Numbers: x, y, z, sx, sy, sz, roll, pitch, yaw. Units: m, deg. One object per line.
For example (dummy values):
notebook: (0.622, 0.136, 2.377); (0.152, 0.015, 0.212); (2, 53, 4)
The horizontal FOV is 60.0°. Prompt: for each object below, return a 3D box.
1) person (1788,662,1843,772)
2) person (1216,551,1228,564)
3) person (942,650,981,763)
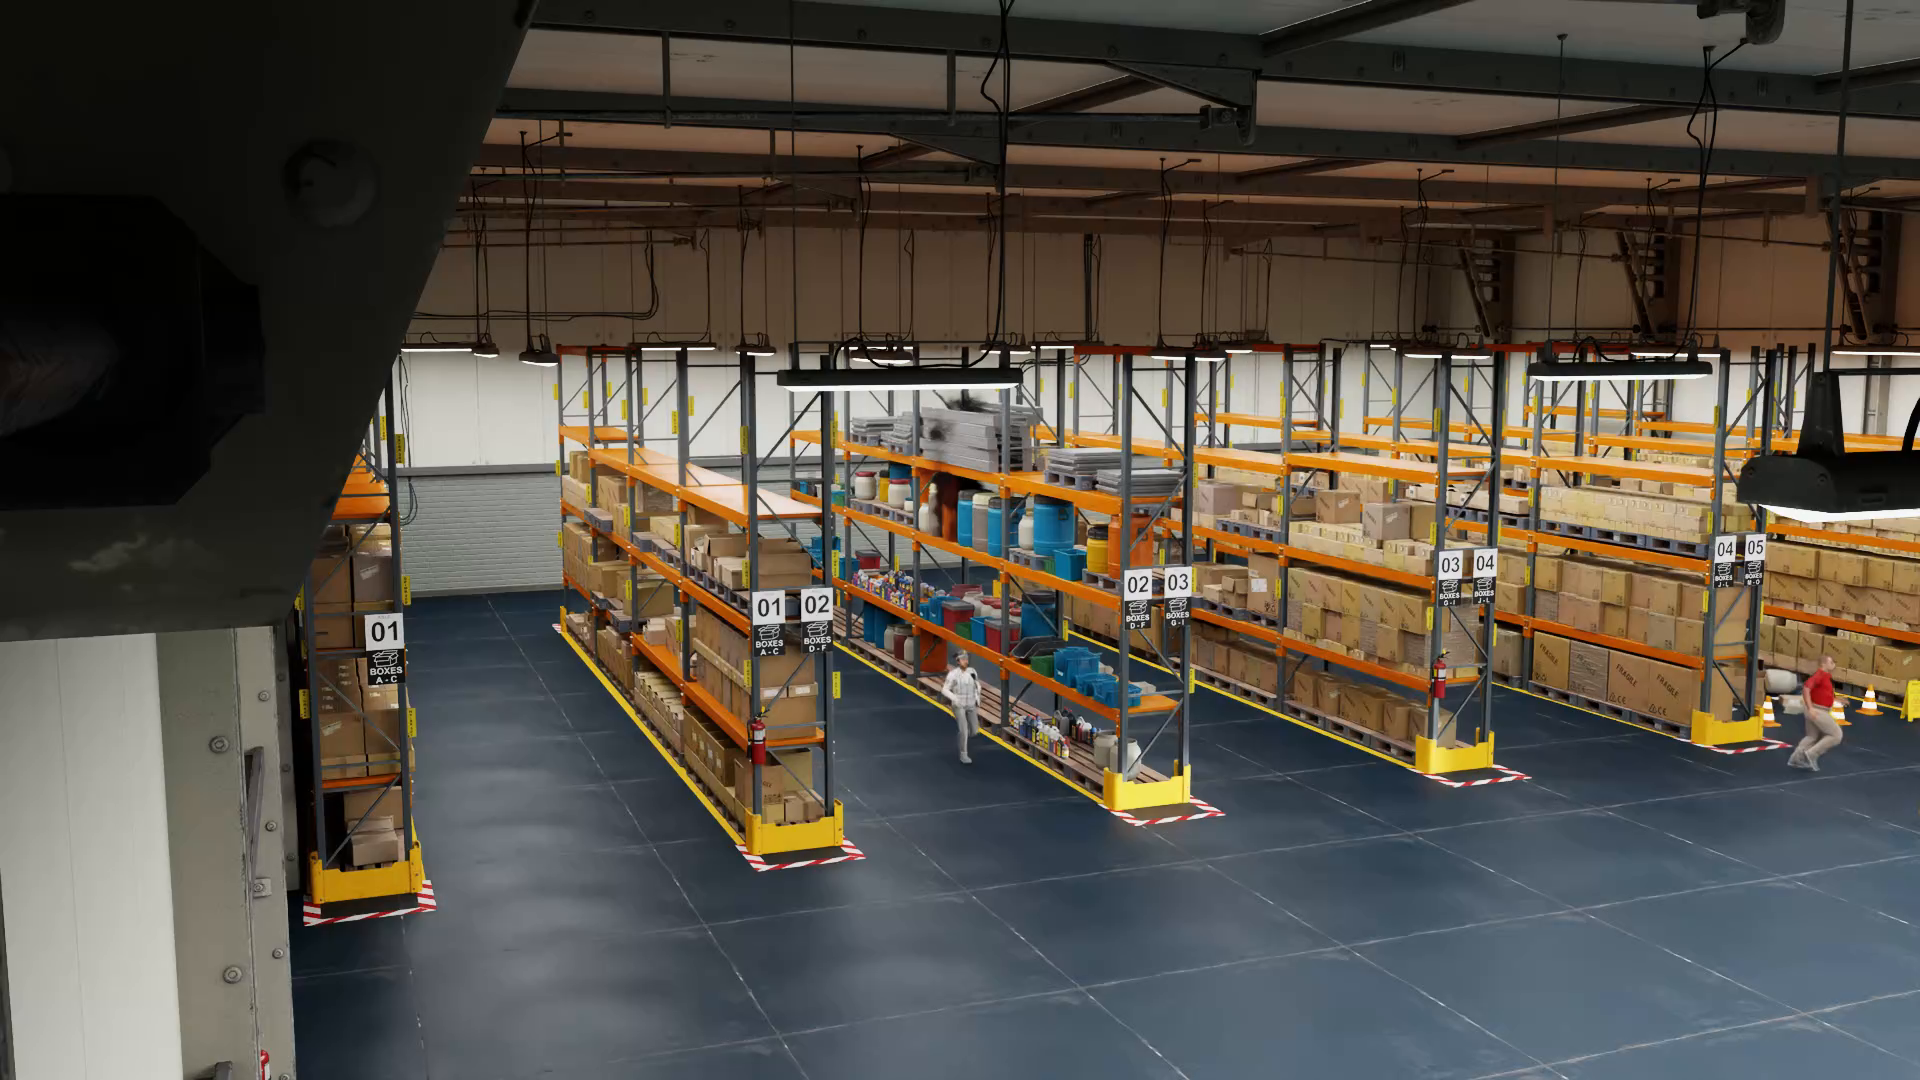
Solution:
person: (12.283, 2.515, 23.827); (0.660, 1.607, 0.414); (3, 8, 22)
person: (6.493, 0.153, 41.646); (0.496, 1.650, 0.785); (6, 9, 39)
person: (0.049, 2.408, 24.266); (0.613, 1.646, 0.561); (-3, 8, -23)
